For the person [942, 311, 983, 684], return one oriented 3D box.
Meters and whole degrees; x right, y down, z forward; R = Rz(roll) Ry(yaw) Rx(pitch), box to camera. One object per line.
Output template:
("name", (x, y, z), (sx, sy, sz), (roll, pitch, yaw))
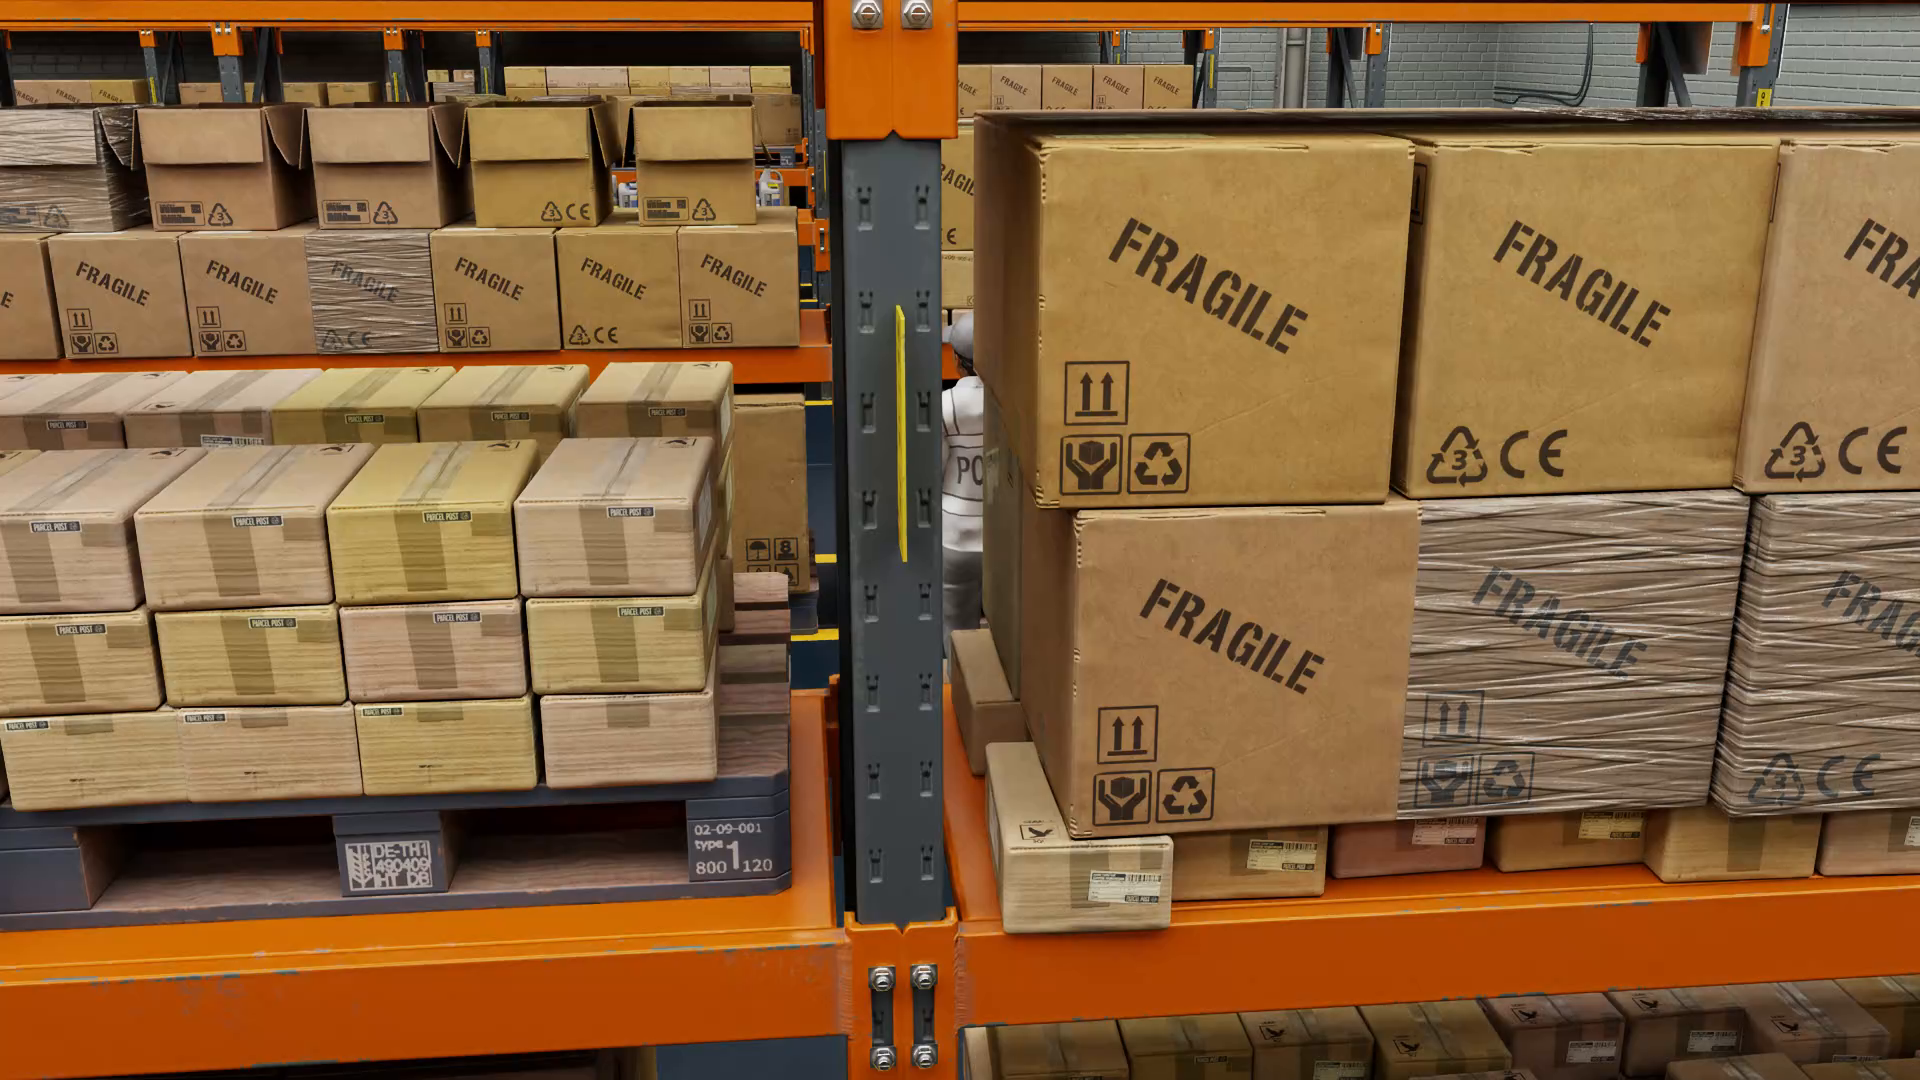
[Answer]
("person", (0.084, -0.018, 6.058), (0.599, 1.670, 0.529), (-4, 17, -12))
